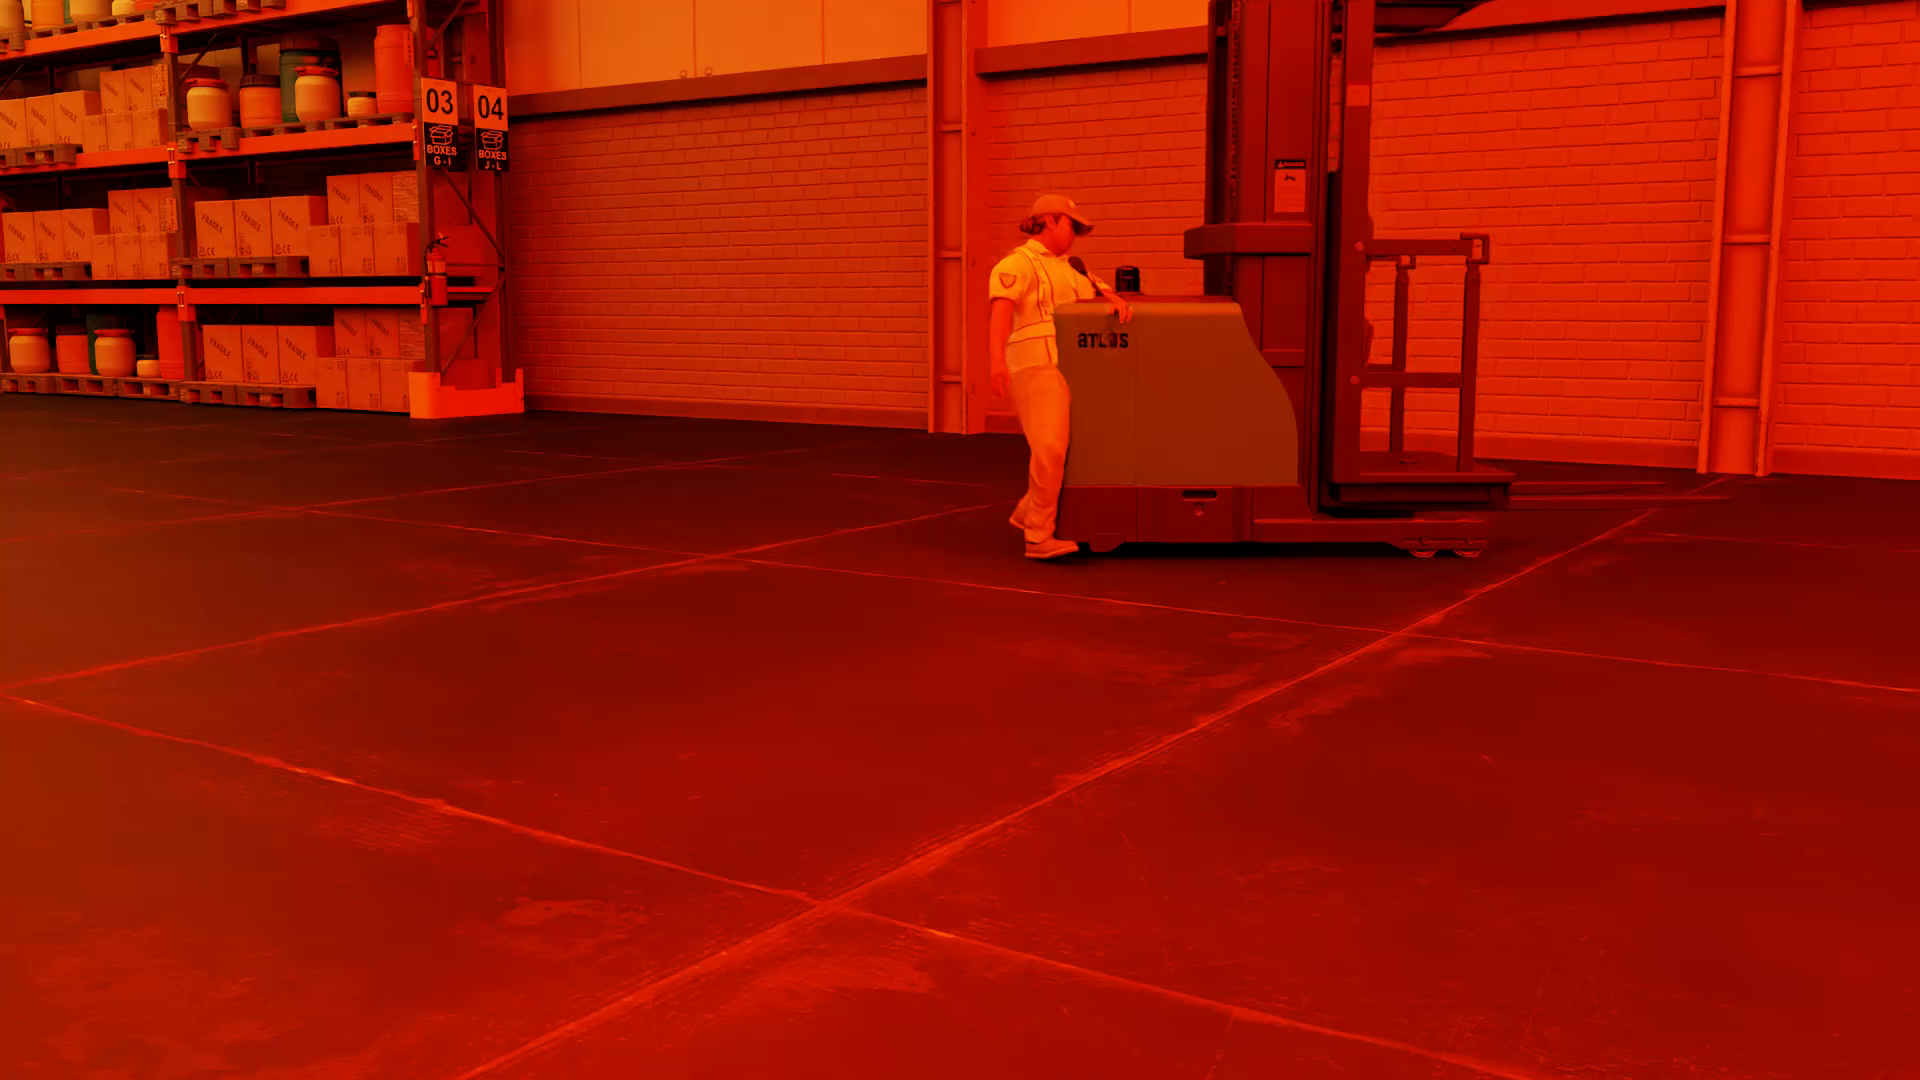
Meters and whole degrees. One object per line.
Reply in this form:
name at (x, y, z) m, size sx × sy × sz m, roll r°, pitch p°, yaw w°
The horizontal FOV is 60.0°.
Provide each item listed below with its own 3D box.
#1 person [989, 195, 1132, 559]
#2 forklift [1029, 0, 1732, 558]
person at (0.388, -0.703, 7.092) m, size 0.816 × 1.539 × 0.740 m, roll 7°, pitch 11°, yaw 40°
forklift at (1.860, -1.449, 7.386) m, size 3.031 × 2.935 × 1.130 m, roll 0°, pitch 8°, yaw -2°
